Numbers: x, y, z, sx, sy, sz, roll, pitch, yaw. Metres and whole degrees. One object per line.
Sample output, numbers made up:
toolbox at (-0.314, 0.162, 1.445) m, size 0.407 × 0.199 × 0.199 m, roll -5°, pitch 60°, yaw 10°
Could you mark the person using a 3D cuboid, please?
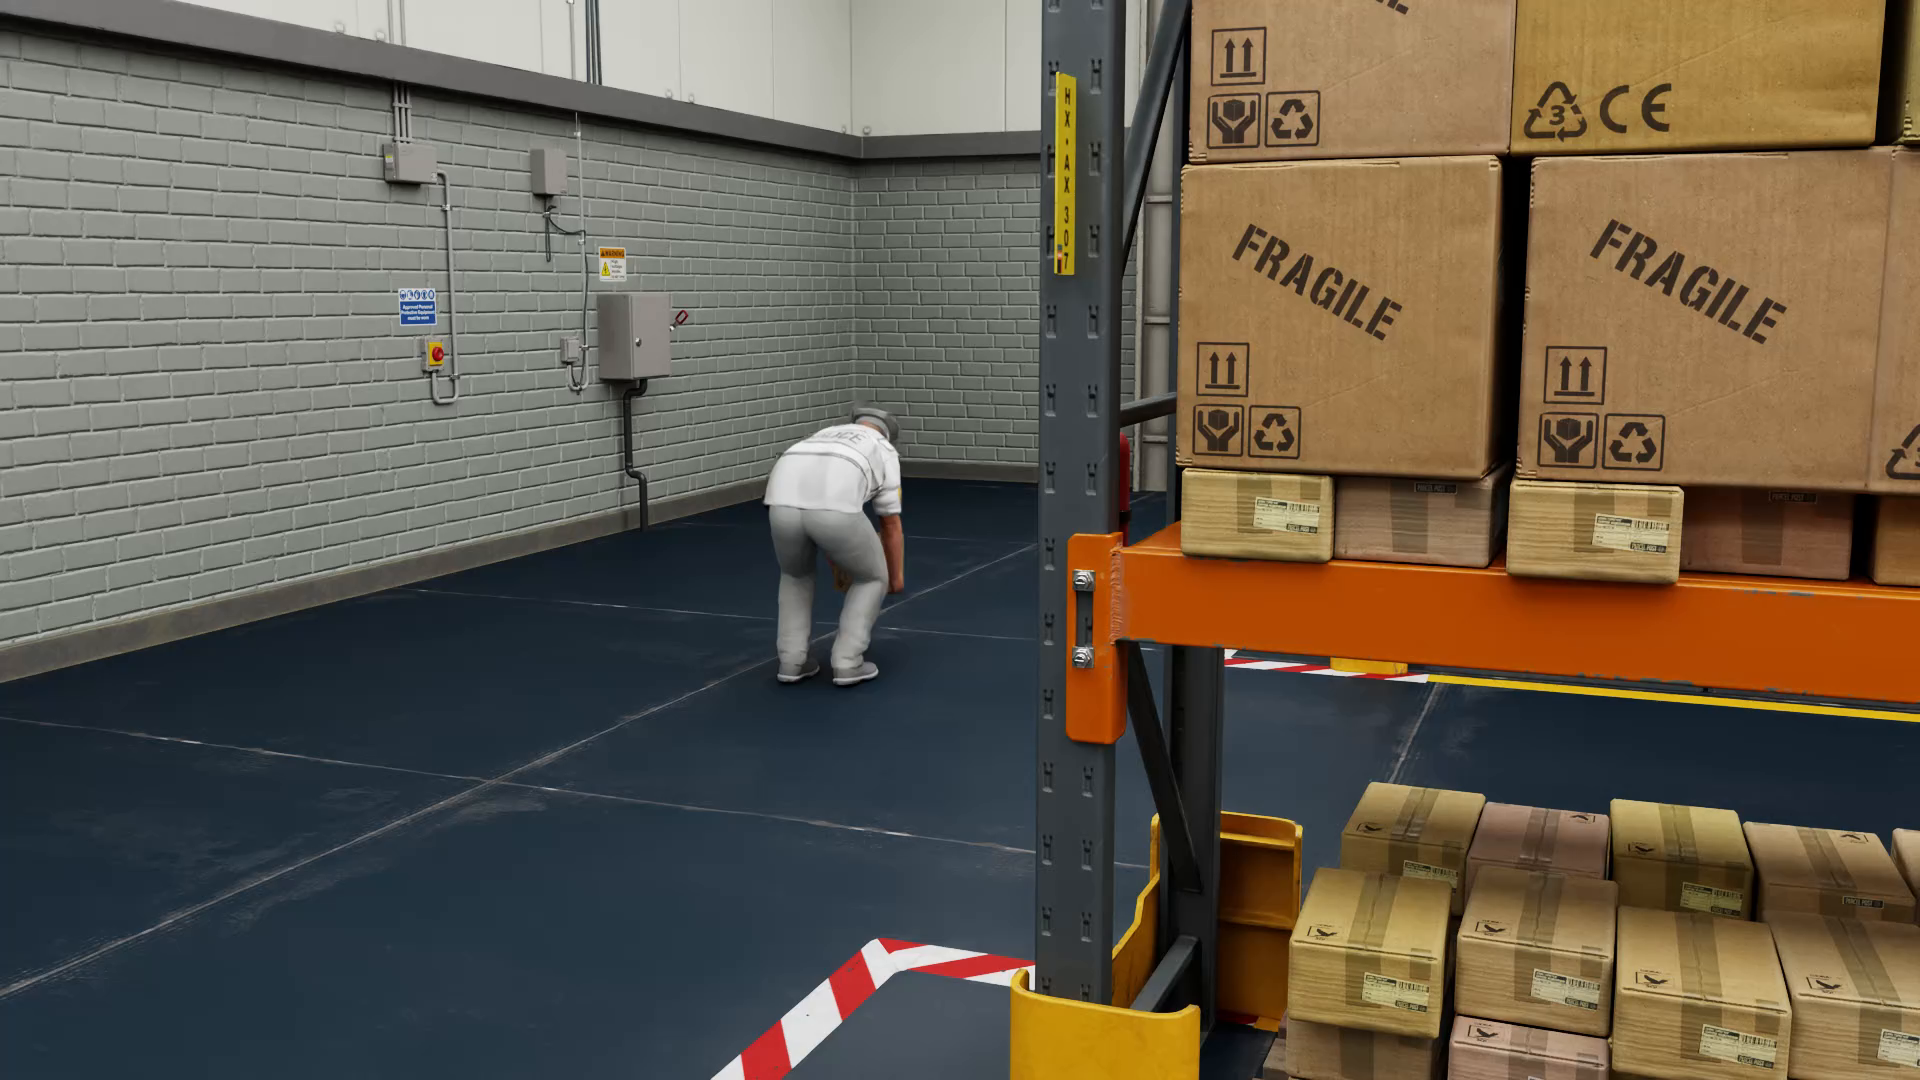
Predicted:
person at (-0.537, 0.016, 7.597) m, size 0.513 × 1.193 × 1.024 m, roll 3°, pitch 9°, yaw 18°
